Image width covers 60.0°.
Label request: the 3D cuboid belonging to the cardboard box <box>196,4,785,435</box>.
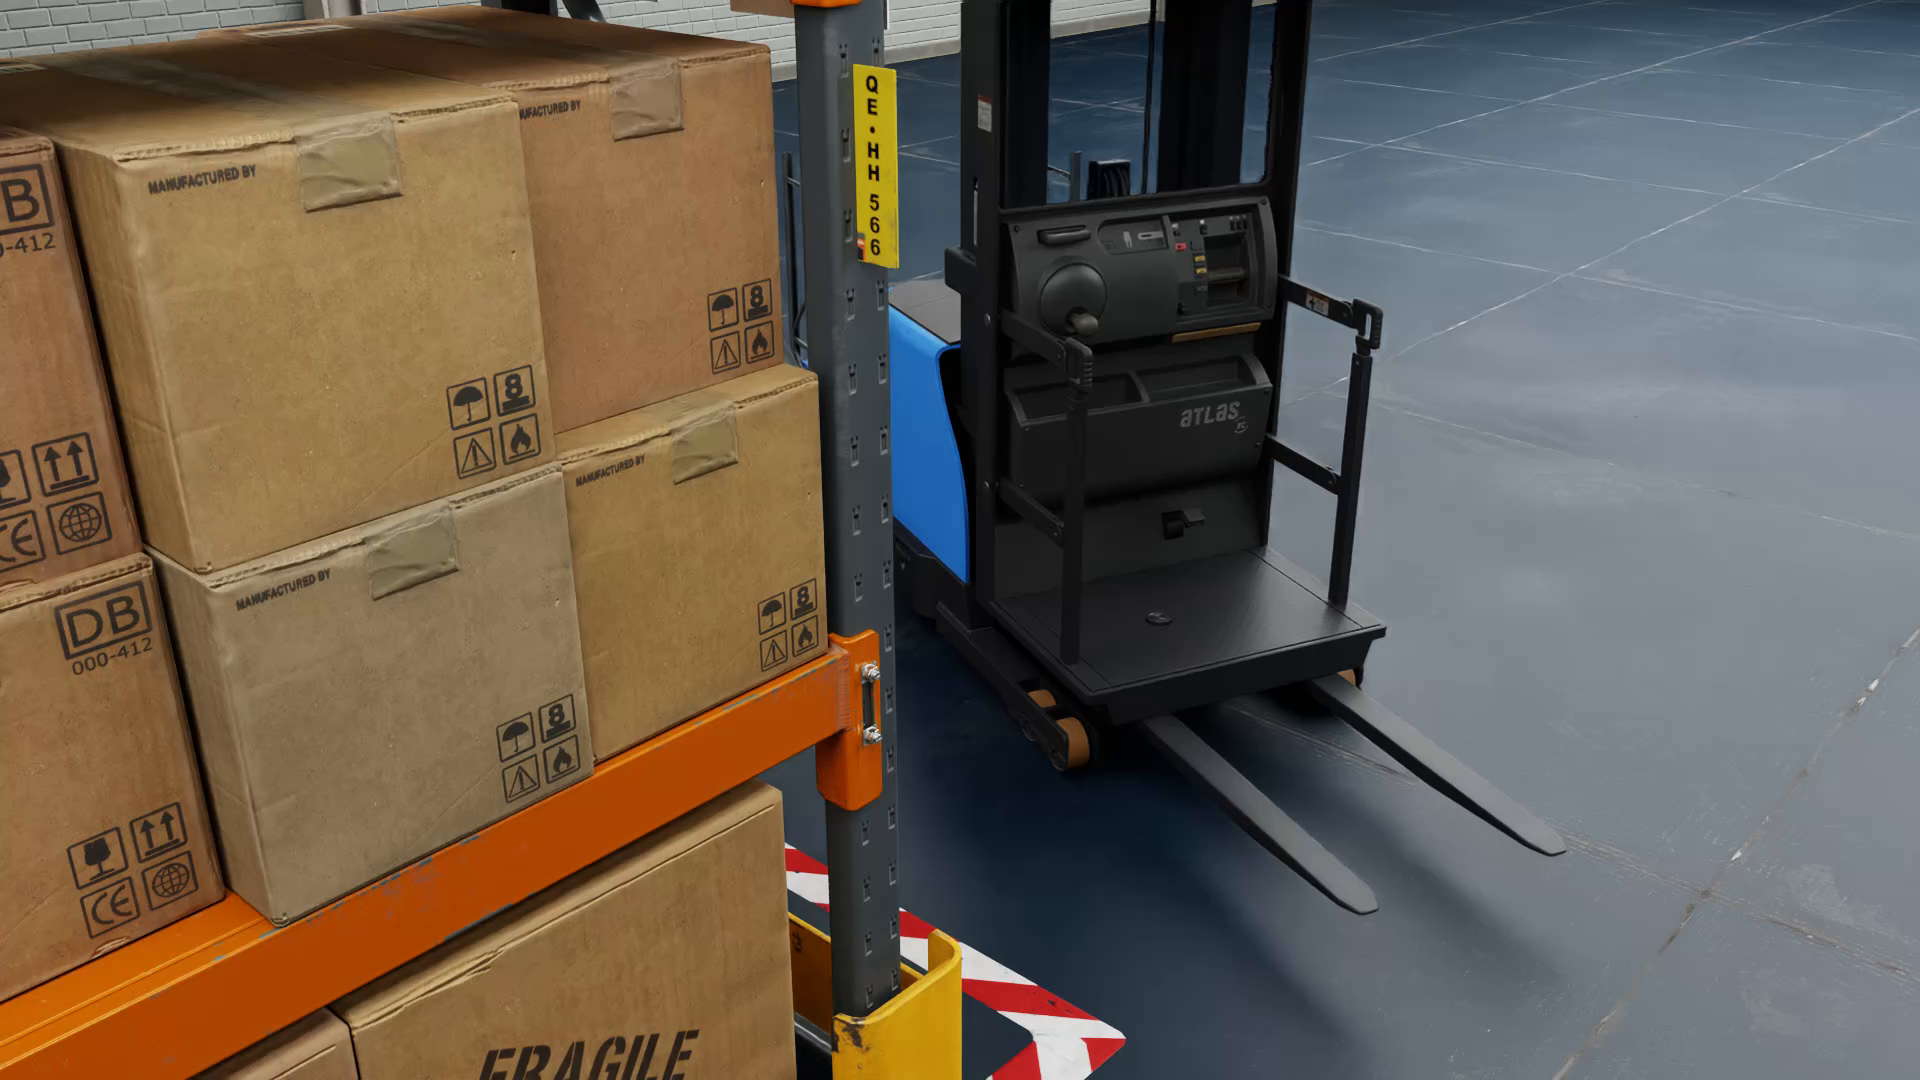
[{"bbox_3d":[-0.812,-0.591,2.898,0.875,0.550,0.550,20,31,38],"label":"cardboard box"}]

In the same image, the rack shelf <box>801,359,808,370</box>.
[{"bbox_3d":[-0.112,-0.655,6.818,1.000,0.185,0.538,-12,27,-24],"label":"rack shelf"}]

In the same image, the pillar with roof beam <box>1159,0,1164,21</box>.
[{"bbox_3d":[6.095,-9.887,17.802,9.100,9.000,0.400,20,31,38],"label":"pillar with roof beam"}]

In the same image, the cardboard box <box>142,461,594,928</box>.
[{"bbox_3d":[-1.100,0.099,2.680,0.875,0.550,0.550,20,31,38],"label":"cardboard box"}]

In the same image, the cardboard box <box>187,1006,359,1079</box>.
[{"bbox_3d":[-1.525,1.139,2.626,0.875,0.875,0.875,20,31,37],"label":"cardboard box"}]

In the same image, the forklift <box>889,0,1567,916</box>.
[{"bbox_3d":[0.671,-0.824,5.004,1.130,2.935,3.031,-11,26,-22],"label":"forklift"}]

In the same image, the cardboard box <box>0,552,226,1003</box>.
[{"bbox_3d":[-1.568,0.235,2.376,0.875,0.550,0.550,20,31,38],"label":"cardboard box"}]

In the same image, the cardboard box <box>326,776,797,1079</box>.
[{"bbox_3d":[-0.939,0.871,3.226,0.875,0.875,0.875,20,31,38],"label":"cardboard box"}]

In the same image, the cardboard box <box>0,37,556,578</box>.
[{"bbox_3d":[-1.111,-0.398,2.468,0.875,0.550,0.550,20,31,38],"label":"cardboard box"}]

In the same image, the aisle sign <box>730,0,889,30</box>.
[{"bbox_3d":[-0.265,-1.258,2.712,0.394,0.787,0.004,20,31,38],"label":"aisle sign"}]

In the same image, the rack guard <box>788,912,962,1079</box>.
[{"bbox_3d":[-0.520,1.001,3.906,1.175,0.500,0.348,20,31,38],"label":"rack guard"}]

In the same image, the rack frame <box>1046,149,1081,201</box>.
[{"bbox_3d":[0.343,-0.912,6.952,0.032,1.500,0.500,-12,27,-24],"label":"rack frame"}]

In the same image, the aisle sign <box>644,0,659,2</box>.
[{"bbox_3d":[-0.712,-1.422,3.077,0.394,0.787,0.004,20,31,38],"label":"aisle sign"}]

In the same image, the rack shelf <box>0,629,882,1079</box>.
[{"bbox_3d":[-1.871,0.806,2.166,1.077,0.370,4.000,20,31,38],"label":"rack shelf"}]

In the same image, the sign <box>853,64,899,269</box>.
[{"bbox_3d":[-0.141,-0.616,2.753,0.100,0.325,0.005,20,31,38],"label":"sign"}]

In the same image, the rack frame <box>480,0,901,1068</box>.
[{"bbox_3d":[-0.536,-0.132,3.378,1.000,3.000,0.127,20,31,38],"label":"rack frame"}]

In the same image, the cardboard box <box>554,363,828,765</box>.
[{"bbox_3d":[-0.750,-0.075,3.068,0.875,0.550,0.550,20,31,38],"label":"cardboard box"}]

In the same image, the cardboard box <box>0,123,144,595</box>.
[{"bbox_3d":[-1.586,-0.264,2.170,0.875,0.550,0.550,20,31,38],"label":"cardboard box"}]

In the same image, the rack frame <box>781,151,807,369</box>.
[{"bbox_3d":[-0.566,-0.727,6.538,0.032,1.500,0.500,-12,27,-24],"label":"rack frame"}]

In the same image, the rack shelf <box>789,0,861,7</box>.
[{"bbox_3d":[-1.871,-0.563,1.552,1.077,0.370,4.000,20,31,38],"label":"rack shelf"}]

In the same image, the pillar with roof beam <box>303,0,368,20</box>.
[{"bbox_3d":[-1.914,-6.231,9.648,9.100,9.000,0.400,20,31,38],"label":"pillar with roof beam"}]

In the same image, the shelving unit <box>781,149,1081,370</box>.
[{"bbox_3d":[-0.112,-0.820,6.745,1.048,1.500,0.538,-12,27,-24],"label":"shelving unit"}]
